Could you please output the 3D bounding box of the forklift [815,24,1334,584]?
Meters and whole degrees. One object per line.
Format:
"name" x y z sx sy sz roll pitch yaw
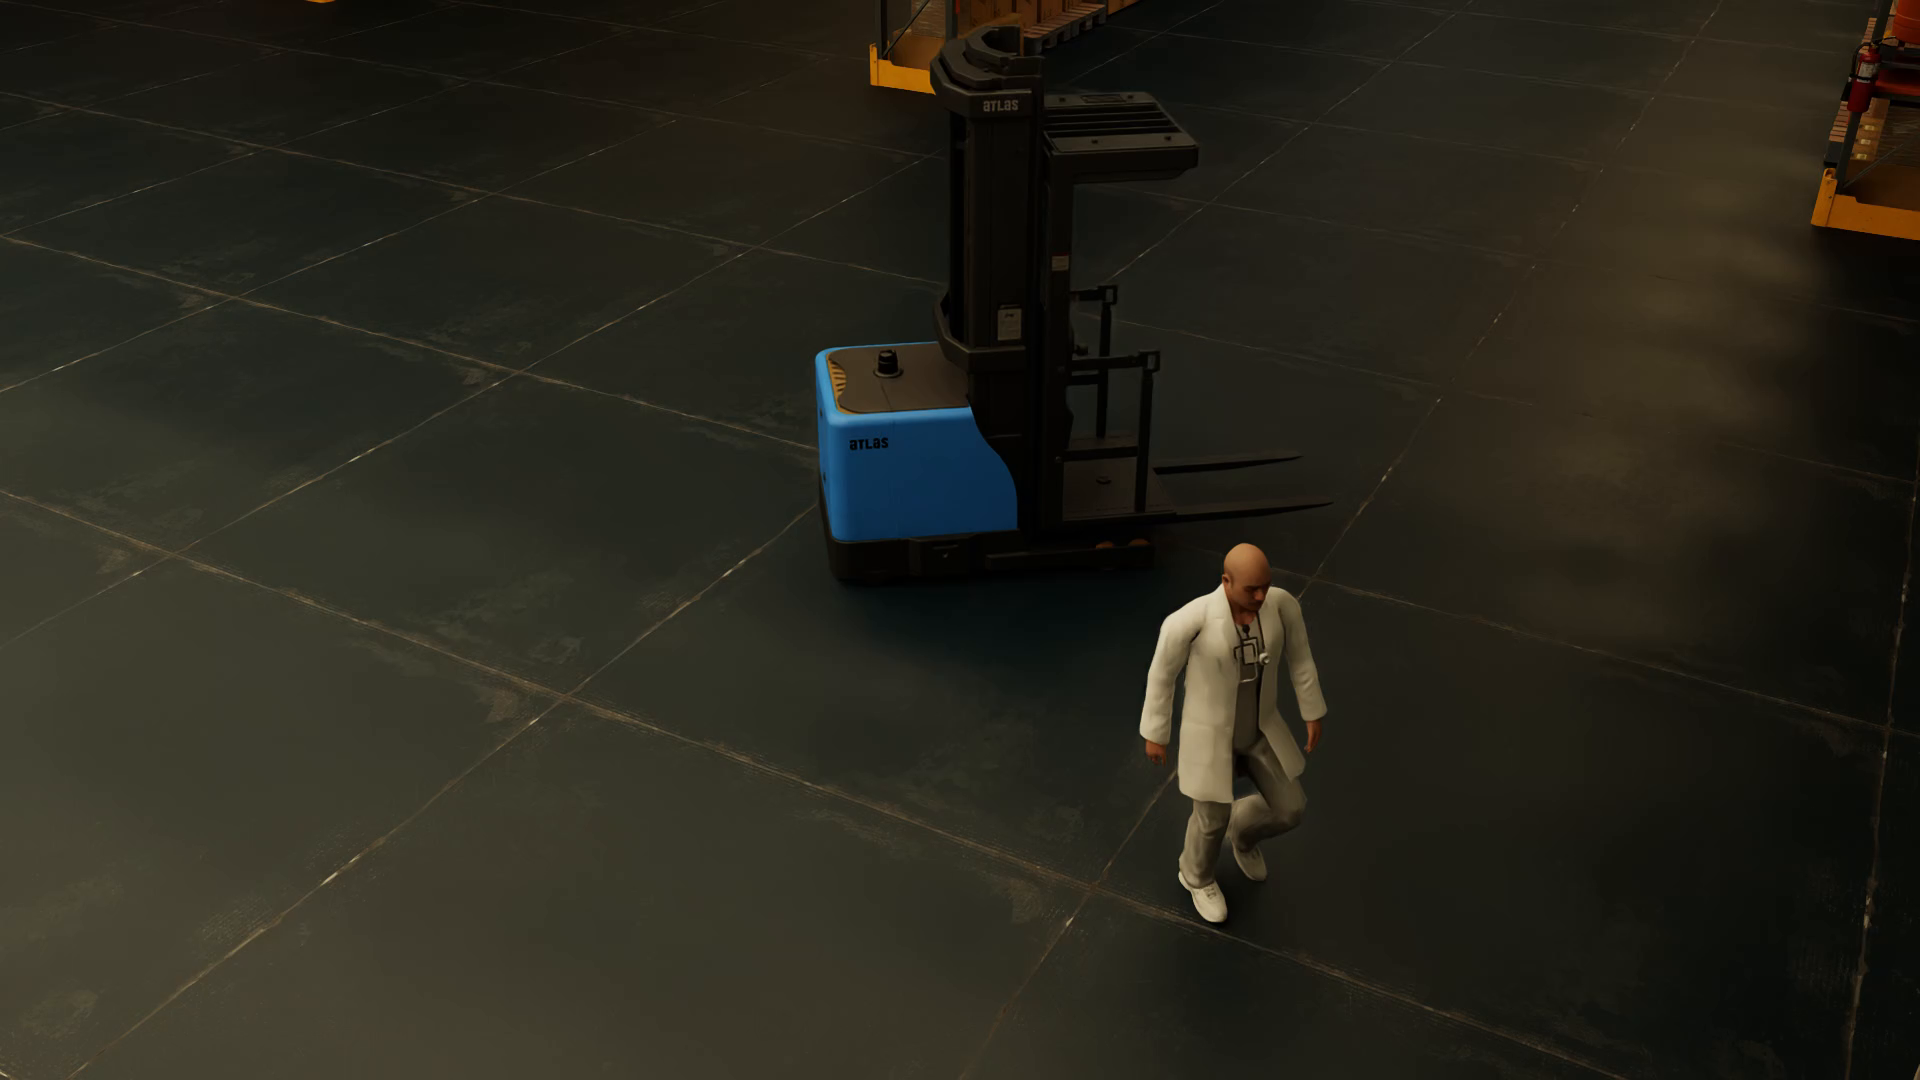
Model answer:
"forklift" 0.695 -1.350 9.409 3.031 2.935 1.130 -4 30 -8

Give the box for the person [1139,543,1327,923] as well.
"person" 1.140 0.796 6.868 0.765 1.758 0.502 -11 32 -18
